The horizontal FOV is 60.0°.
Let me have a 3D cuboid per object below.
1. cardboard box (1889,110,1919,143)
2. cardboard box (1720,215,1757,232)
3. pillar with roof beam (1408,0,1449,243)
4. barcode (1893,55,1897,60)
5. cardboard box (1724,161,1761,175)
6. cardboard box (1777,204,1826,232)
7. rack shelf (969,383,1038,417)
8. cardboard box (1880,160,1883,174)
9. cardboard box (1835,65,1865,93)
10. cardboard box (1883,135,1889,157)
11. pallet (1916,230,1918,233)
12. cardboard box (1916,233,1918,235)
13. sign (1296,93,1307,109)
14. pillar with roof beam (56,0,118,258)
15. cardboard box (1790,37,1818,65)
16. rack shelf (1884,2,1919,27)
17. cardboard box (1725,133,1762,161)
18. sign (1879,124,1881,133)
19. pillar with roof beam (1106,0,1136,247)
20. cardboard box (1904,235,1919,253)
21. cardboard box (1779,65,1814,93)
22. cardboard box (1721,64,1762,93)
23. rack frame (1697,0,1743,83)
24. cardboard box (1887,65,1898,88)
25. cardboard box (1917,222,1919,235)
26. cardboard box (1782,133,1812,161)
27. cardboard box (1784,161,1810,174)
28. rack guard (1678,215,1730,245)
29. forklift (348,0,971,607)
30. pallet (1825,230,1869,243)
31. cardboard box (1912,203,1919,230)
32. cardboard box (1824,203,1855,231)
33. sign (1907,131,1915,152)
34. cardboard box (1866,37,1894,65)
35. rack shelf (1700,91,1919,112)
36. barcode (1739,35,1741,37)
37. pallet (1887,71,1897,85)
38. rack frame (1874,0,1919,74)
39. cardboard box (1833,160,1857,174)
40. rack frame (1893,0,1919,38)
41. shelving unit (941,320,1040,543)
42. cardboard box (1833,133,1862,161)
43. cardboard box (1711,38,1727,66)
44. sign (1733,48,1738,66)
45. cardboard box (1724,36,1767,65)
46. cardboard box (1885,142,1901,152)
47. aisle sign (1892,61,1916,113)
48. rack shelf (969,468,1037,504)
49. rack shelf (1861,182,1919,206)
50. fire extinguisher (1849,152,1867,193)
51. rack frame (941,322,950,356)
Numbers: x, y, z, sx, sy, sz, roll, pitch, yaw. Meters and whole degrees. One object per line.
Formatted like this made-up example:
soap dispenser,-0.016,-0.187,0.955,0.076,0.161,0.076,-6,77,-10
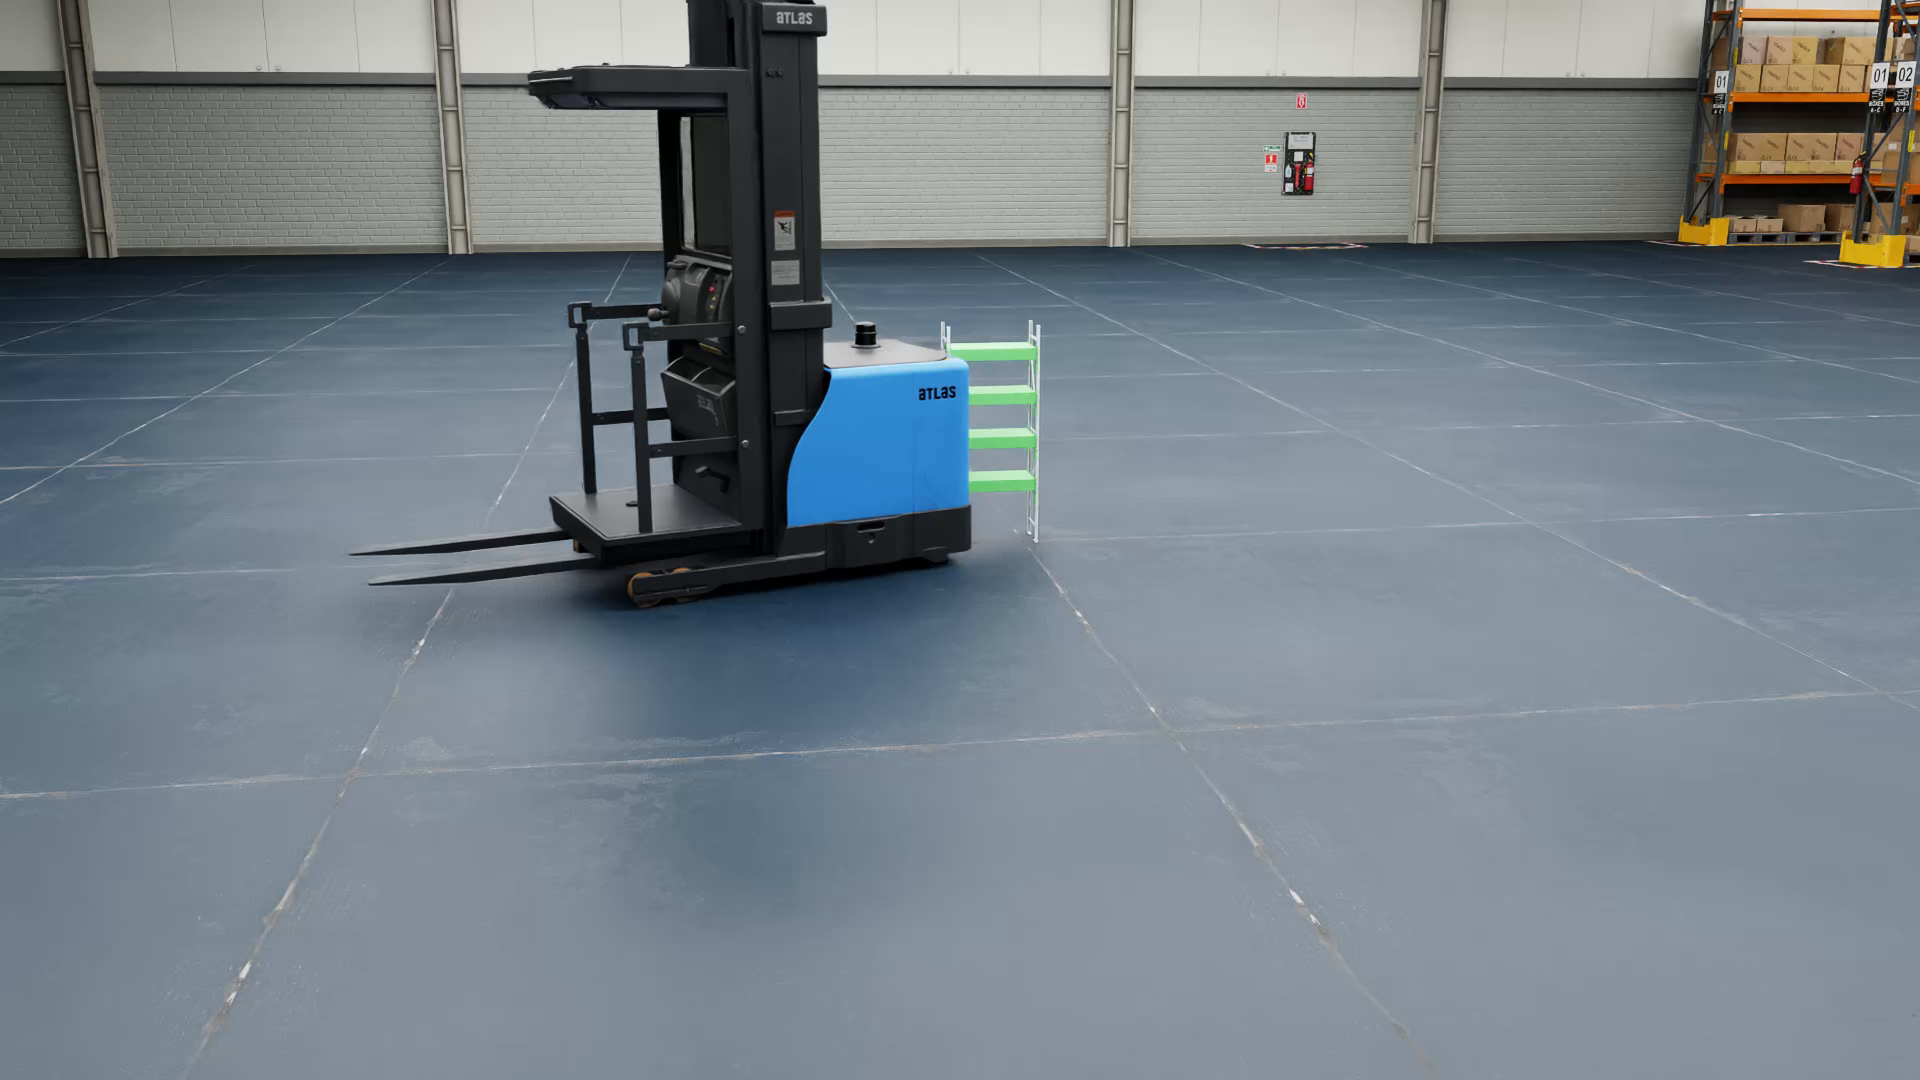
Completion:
cardboard box,15.542,-6.702,26.946,0.500,0.500,0.700,-2,14,-8
cardboard box,14.982,-6.113,32.091,0.500,0.311,0.500,-4,15,-15
pillar with roof beam,9.556,-9.091,27.009,0.400,9.000,9.100,-2,14,-8
barcode,15.253,-7.872,27.124,0.075,0.075,0.001,-2,14,-8
cardboard box,14.814,-7.078,31.586,0.500,0.250,0.500,-3,14,-10
cardboard box,16.279,-6.240,32.209,0.500,0.500,0.700,-3,14,-12
rack shelf,0.164,-0.759,9.096,0.480,0.148,0.258,-2,14,-8
cardboard box,17.816,-7.192,32.039,0.500,0.250,0.500,-2,14,-8
cardboard box,16.733,-8.736,31.515,0.500,0.500,0.500,-3,14,-11
cardboard box,17.818,-7.554,31.942,0.500,0.500,0.500,-2,14,-8
pallet,19.009,-6.021,32.835,1.213,0.211,1.003,-2,14,-8
cardboard box,16.005,-4.990,27.782,0.500,0.250,0.500,-2,14,-8
sign,6.442,-8.284,31.360,0.199,0.298,0.001,-2,14,-8
pillar with roof beam,-14.176,-8.221,23.541,0.400,9.000,9.100,-2,14,-8
cardboard box,15.710,-9.181,31.235,0.500,0.500,0.500,-2,14,-7
rack shelf,17.004,-8.448,26.749,4.000,0.370,1.077,-2,14,-8
cardboard box,14.801,-7.446,31.510,0.500,0.500,0.500,-2,14,-8
sign,18.153,-8.040,32.773,0.005,0.325,0.100,-2,14,-8
pillar with roof beam,3.623,-8.873,26.142,0.400,9.000,9.100,-2,14,-8
cardboard box,15.589,-4.845,27.201,0.500,0.250,0.500,-2,14,-8
cardboard box,15.701,-8.696,31.356,0.500,0.500,0.500,-1,14,-6
cardboard box,14.652,-8.665,31.233,0.500,0.500,0.500,-2,14,-7
rack frame,14.284,-10.110,31.074,0.127,3.000,1.000,-2,14,-8
cardboard box,17.775,-8.780,31.692,0.500,0.500,0.500,-2,14,-7
cardboard box,16.084,-5.227,27.184,0.500,0.500,0.500,-2,14,-8
cardboard box,15.803,-7.479,31.640,0.500,0.500,0.500,-3,14,-10
cardboard box,15.830,-7.118,31.743,0.500,0.250,0.500,-2,14,-9
rack guard,14.359,-5.990,32.119,0.348,0.500,1.175,-2,14,-8
forklift,-1.489,-1.246,8.202,3.031,2.935,1.130,-7,16,-26
pallet,17.581,-5.960,32.590,1.213,0.211,1.003,-2,14,-8
cardboard box,18.965,-6.377,32.755,0.500,0.500,0.700,-2,14,-6
cardboard box,17.219,-6.299,32.444,0.500,0.500,0.500,-3,14,-13
sign,15.103,-6.333,26.405,0.005,0.325,0.100,-2,14,-8
cardboard box,17.241,-9.237,31.459,0.500,0.500,0.500,-1,14,-5
rack shelf,16.262,-8.379,31.816,4.000,0.370,1.077,-2,14,-8
barcode,14.912,-9.626,31.815,0.075,0.075,0.001,-2,14,-8
pallet,15.729,-7.440,26.777,1.213,0.211,1.003,-2,14,-8
rack frame,15.026,-8.919,26.324,0.127,3.000,1.000,-2,14,-8
cardboard box,16.828,-7.154,31.887,0.500,0.250,0.500,-2,14,-9
rack frame,18.240,-10.255,31.652,0.127,3.000,1.000,-2,14,-8
shelving unit,0.164,-0.588,9.138,0.503,1.200,0.258,-2,14,-8
cardboard box,16.826,-7.519,31.802,0.500,0.500,0.500,-3,14,-10
cardboard box,14.672,-9.277,31.616,0.500,0.500,0.500,-1,14,-6
sign,14.365,-8.949,30.813,0.005,0.325,0.100,-2,14,-8
cardboard box,14.701,-9.154,31.126,0.500,0.500,0.500,-3,14,-12
cardboard box,15.375,-6.432,27.200,0.250,0.149,0.380,-2,14,-9
aisle sign,15.007,-7.194,26.434,0.004,0.787,0.394,-2,14,-8
rack shelf,0.164,-0.293,9.212,0.480,0.148,0.258,-2,14,-8
rack shelf,17.004,-5.732,27.430,4.000,0.370,1.077,-2,14,-8
fire extinguisher,14.840,-6.079,27.491,0.183,0.674,0.296,-2,14,-8
rack frame,-0.078,-0.579,9.103,0.015,1.200,0.240,-2,14,-8
